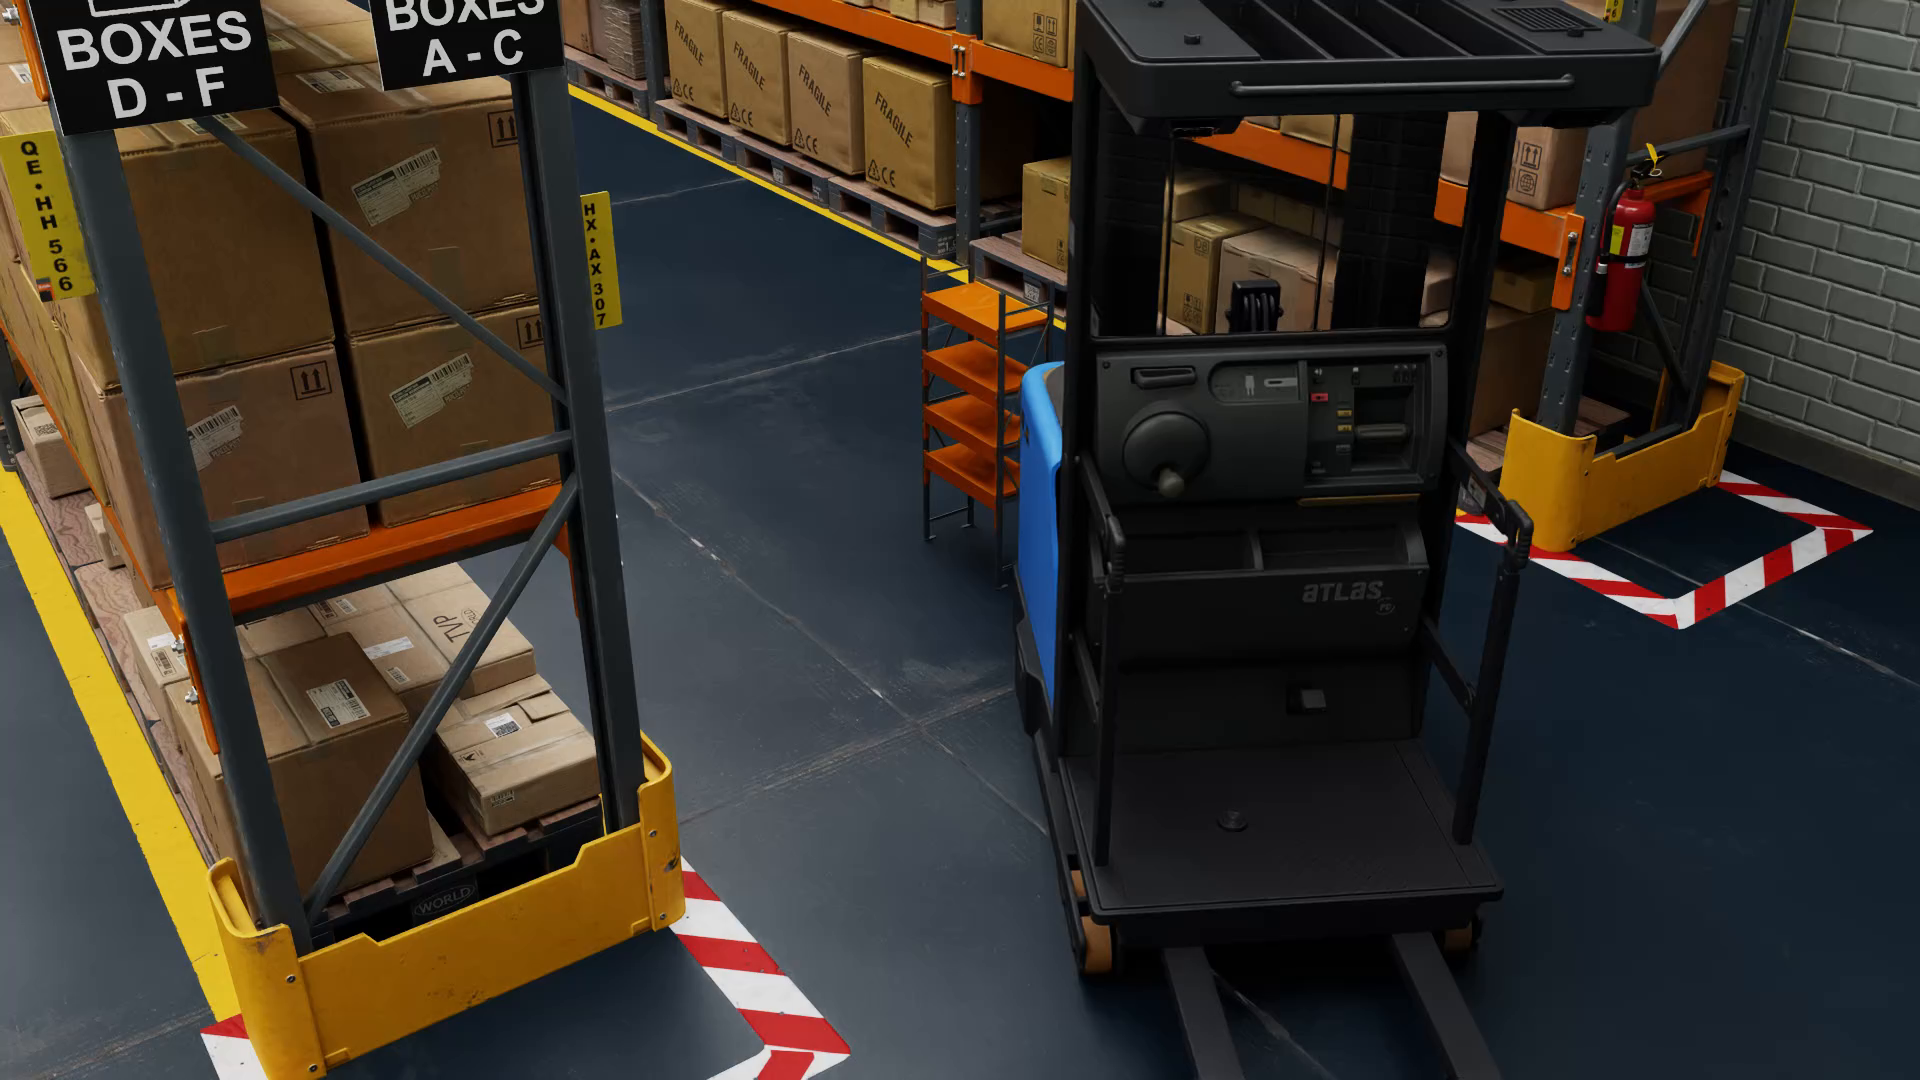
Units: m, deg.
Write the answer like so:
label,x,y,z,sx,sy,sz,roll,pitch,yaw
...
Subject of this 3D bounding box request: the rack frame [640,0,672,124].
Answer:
label,x,y,z,sx,sy,sz,roll,pitch,yaw
rack frame,-1.903,-4.602,12.081,1.000,3.000,0.127,-19,34,-31

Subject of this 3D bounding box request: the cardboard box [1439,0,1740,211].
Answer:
label,x,y,z,sx,sy,sz,roll,pitch,yaw
cardboard box,2.434,-1.819,6.643,0.980,0.700,0.700,-17,33,-28

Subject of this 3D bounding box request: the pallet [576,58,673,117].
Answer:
label,x,y,z,sx,sy,sz,roll,pitch,yaw
pallet,-2.355,-3.681,13.307,1.003,0.211,1.213,-19,34,-31

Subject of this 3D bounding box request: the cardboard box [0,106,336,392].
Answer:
label,x,y,z,sx,sy,sz,roll,pitch,yaw
cardboard box,-1.777,-0.700,3.743,0.500,0.500,0.500,-19,34,-31

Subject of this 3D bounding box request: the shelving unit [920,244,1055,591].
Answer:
label,x,y,z,sx,sy,sz,roll,pitch,yaw
shelving unit,0.096,-0.463,6.345,0.258,1.200,0.503,-19,34,-31

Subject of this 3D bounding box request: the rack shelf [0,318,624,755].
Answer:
label,x,y,z,sx,sy,sz,roll,pitch,yaw
rack shelf,-2.455,-0.581,5.430,1.077,0.370,4.000,-19,34,-31

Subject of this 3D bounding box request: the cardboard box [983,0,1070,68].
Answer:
label,x,y,z,sx,sy,sz,roll,pitch,yaw
cardboard box,0.719,-2.964,8.750,0.980,0.700,0.700,-18,33,-30

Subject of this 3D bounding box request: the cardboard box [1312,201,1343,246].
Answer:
label,x,y,z,sx,sy,sz,roll,pitch,yaw
cardboard box,1.898,-1.507,7.882,0.380,0.149,0.250,-18,33,-30

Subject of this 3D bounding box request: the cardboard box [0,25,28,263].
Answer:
label,x,y,z,sx,sy,sz,roll,pitch,yaw
cardboard box,-2.376,-1.096,4.473,0.500,0.500,0.500,-18,33,-29

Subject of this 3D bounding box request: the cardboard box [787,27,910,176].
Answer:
label,x,y,z,sx,sy,sz,roll,pitch,yaw
cardboard box,-0.583,-2.848,10.664,0.750,0.750,0.750,-18,33,-29

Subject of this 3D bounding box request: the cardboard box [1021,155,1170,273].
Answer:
label,x,y,z,sx,sy,sz,roll,pitch,yaw
cardboard box,0.768,-1.814,9.127,0.700,0.500,0.500,-18,33,-30

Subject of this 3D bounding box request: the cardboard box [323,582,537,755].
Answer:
label,x,y,z,sx,sy,sz,roll,pitch,yaw
cardboard box,-1.670,0.411,5.270,0.500,0.250,0.500,-19,34,-31

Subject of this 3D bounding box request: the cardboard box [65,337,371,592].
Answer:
label,x,y,z,sx,sy,sz,roll,pitch,yaw
cardboard box,-1.777,-0.262,3.985,0.500,0.500,0.500,-18,33,-29

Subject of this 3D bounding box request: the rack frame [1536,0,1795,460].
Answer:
label,x,y,z,sx,sy,sz,roll,pitch,yaw
rack frame,2.738,-1.492,6.355,1.000,3.000,0.127,-19,34,-31

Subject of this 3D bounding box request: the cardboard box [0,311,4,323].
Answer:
label,x,y,z,sx,sy,sz,roll,pitch,yaw
cardboard box,-2.954,-1.051,5.438,0.500,0.500,0.500,-19,34,-31

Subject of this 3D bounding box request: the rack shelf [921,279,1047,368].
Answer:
label,x,y,z,sx,sy,sz,roll,pitch,yaw
rack shelf,0.096,-0.808,6.158,0.258,0.148,0.480,-19,34,-31

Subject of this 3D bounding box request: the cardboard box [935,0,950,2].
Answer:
label,x,y,z,sx,sy,sz,roll,pitch,yaw
cardboard box,-0.056,-3.340,9.320,0.500,0.500,0.500,-19,34,-31

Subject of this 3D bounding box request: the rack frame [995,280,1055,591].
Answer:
label,x,y,z,sx,sy,sz,roll,pitch,yaw
rack frame,0.238,-0.368,6.170,0.240,1.200,0.015,-19,34,-31

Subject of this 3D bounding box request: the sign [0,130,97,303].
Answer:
label,x,y,z,sx,sy,sz,roll,pitch,yaw
sign,-1.759,-0.621,3.206,0.100,0.325,0.005,-19,34,-31

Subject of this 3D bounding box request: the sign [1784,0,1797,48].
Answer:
label,x,y,z,sx,sy,sz,roll,pitch,yaw
sign,3.193,-2.059,6.408,0.100,0.325,0.005,-19,34,-31

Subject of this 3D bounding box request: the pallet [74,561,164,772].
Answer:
label,x,y,z,sx,sy,sz,roll,pitch,yaw
pallet,-2.506,0.293,5.990,1.003,0.211,1.213,-19,34,-31

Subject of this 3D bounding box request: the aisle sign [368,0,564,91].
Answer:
label,x,y,z,sx,sy,sz,roll,pitch,yaw
aisle sign,-1.016,-1.317,3.307,0.394,0.787,0.004,-19,34,-31

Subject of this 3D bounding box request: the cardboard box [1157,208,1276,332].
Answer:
label,x,y,z,sx,sy,sz,roll,pitch,yaw
cardboard box,1.352,-1.418,8.397,0.700,0.500,0.500,-18,33,-30

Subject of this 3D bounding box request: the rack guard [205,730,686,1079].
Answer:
label,x,y,z,sx,sy,sz,roll,pitch,yaw
rack guard,-1.339,0.950,4.478,1.175,0.500,0.348,-19,34,-31

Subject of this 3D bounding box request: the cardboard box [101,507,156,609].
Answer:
label,x,y,z,sx,sy,sz,roll,pitch,yaw
cardboard box,-2.522,-0.042,5.839,0.797,0.503,0.637,-19,34,-31

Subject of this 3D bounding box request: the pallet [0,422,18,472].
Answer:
label,x,y,z,sx,sy,sz,roll,pitch,yaw
pallet,-4.118,-0.755,7.919,1.003,0.211,1.213,-19,34,-31

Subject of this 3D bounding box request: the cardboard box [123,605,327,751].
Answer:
label,x,y,z,sx,sy,sz,roll,pitch,yaw
cardboard box,-2.338,0.375,5.337,0.500,0.250,0.500,-19,34,-31

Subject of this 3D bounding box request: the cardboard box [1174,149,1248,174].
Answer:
label,x,y,z,sx,sy,sz,roll,pitch,yaw
cardboard box,1.306,-1.904,8.612,0.380,0.149,0.250,-20,34,-32

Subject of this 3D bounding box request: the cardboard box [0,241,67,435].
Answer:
label,x,y,z,sx,sy,sz,roll,pitch,yaw
cardboard box,-2.366,-0.658,4.714,0.500,0.500,0.500,-18,34,-30

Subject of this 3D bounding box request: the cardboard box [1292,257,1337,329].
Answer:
label,x,y,z,sx,sy,sz,roll,pitch,yaw
cardboard box,1.960,-1.017,7.659,0.700,0.500,0.500,-19,34,-31

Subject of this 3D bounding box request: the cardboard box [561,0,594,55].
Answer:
label,x,y,z,sx,sy,sz,roll,pitch,yaw
cardboard box,-2.878,-4.380,13.831,0.700,0.500,0.500,-19,34,-31

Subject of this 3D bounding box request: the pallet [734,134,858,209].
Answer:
label,x,y,z,sx,sy,sz,roll,pitch,yaw
pallet,-0.803,-2.576,11.271,1.003,0.211,1.213,-19,34,-31

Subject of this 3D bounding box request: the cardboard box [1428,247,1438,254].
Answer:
label,x,y,z,sx,sy,sz,roll,pitch,yaw
cardboard box,1.878,-1.206,7.328,0.380,0.149,0.250,-18,33,-29

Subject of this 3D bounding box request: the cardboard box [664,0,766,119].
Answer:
label,x,y,z,sx,sy,sz,roll,pitch,yaw
cardboard box,-1.583,-3.520,11.901,0.750,0.750,0.750,-19,34,-31

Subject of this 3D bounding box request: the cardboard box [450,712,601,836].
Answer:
label,x,y,z,sx,sy,sz,roll,pitch,yaw
cardboard box,-1.258,0.682,4.877,0.380,0.149,0.250,-19,34,-31

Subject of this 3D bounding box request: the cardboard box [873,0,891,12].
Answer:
label,x,y,z,sx,sy,sz,roll,pitch,yaw
cardboard box,-0.288,-3.203,9.748,0.380,0.149,0.250,-18,33,-29

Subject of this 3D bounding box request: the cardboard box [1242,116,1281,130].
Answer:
label,x,y,z,sx,sy,sz,roll,pitch,yaw
cardboard box,1.568,-2.398,7.708,0.980,0.700,0.700,-21,35,-33

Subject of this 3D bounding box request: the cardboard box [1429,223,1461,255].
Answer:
label,x,y,z,sx,sy,sz,roll,pitch,yaw
cardboard box,2.191,-1.311,7.521,0.380,0.149,0.250,-19,34,-31

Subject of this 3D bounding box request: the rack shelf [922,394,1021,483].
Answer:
label,x,y,z,sx,sy,sz,roll,pitch,yaw
rack shelf,0.096,-0.404,6.377,0.258,0.148,0.480,-19,34,-31

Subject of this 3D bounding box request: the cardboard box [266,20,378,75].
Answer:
label,x,y,z,sx,sy,sz,roll,pitch,yaw
cardboard box,-1.647,-1.049,4.387,0.500,0.500,0.500,-18,33,-30

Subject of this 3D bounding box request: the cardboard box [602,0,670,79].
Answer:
label,x,y,z,sx,sy,sz,roll,pitch,yaw
cardboard box,-2.363,-3.963,13.061,0.700,0.500,0.500,-18,33,-30

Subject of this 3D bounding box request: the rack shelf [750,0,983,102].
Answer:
label,x,y,z,sx,sy,sz,roll,pitch,yaw
rack shelf,-0.743,-3.509,10.821,1.077,0.370,4.000,-19,34,-31

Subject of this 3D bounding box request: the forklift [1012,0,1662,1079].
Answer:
label,x,y,z,sx,sy,sz,roll,pitch,yaw
forklift,0.840,-0.267,4.170,1.130,2.935,3.031,-2,29,-5

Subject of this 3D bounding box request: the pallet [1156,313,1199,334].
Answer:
label,x,y,z,sx,sy,sz,roll,pitch,yaw
pallet,1.507,-1.030,8.425,1.003,0.211,1.213,-19,34,-31

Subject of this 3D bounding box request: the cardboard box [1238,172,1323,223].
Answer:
label,x,y,z,sx,sy,sz,roll,pitch,yaw
cardboard box,1.602,-1.705,8.247,0.380,0.149,0.250,-19,34,-31

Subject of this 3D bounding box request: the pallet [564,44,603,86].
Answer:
label,x,y,z,sx,sy,sz,roll,pitch,yaw
pallet,-3.058,-4.155,14.179,1.003,0.211,1.213,-19,34,-31

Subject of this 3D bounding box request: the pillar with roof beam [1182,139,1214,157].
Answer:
label,x,y,z,sx,sy,sz,roll,pitch,yaw
pillar with roof beam,-1.979,-4.459,5.532,9.100,9.000,0.400,-19,34,-31

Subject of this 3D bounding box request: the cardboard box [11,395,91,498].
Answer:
label,x,y,z,sx,sy,sz,roll,pitch,yaw
cardboard box,-3.548,-0.463,6.816,0.500,0.311,0.500,-19,34,-31

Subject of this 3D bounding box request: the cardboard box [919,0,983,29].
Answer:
label,x,y,z,sx,sy,sz,roll,pitch,yaw
cardboard box,-0.009,-2.999,9.371,0.380,0.149,0.250,-18,34,-30
